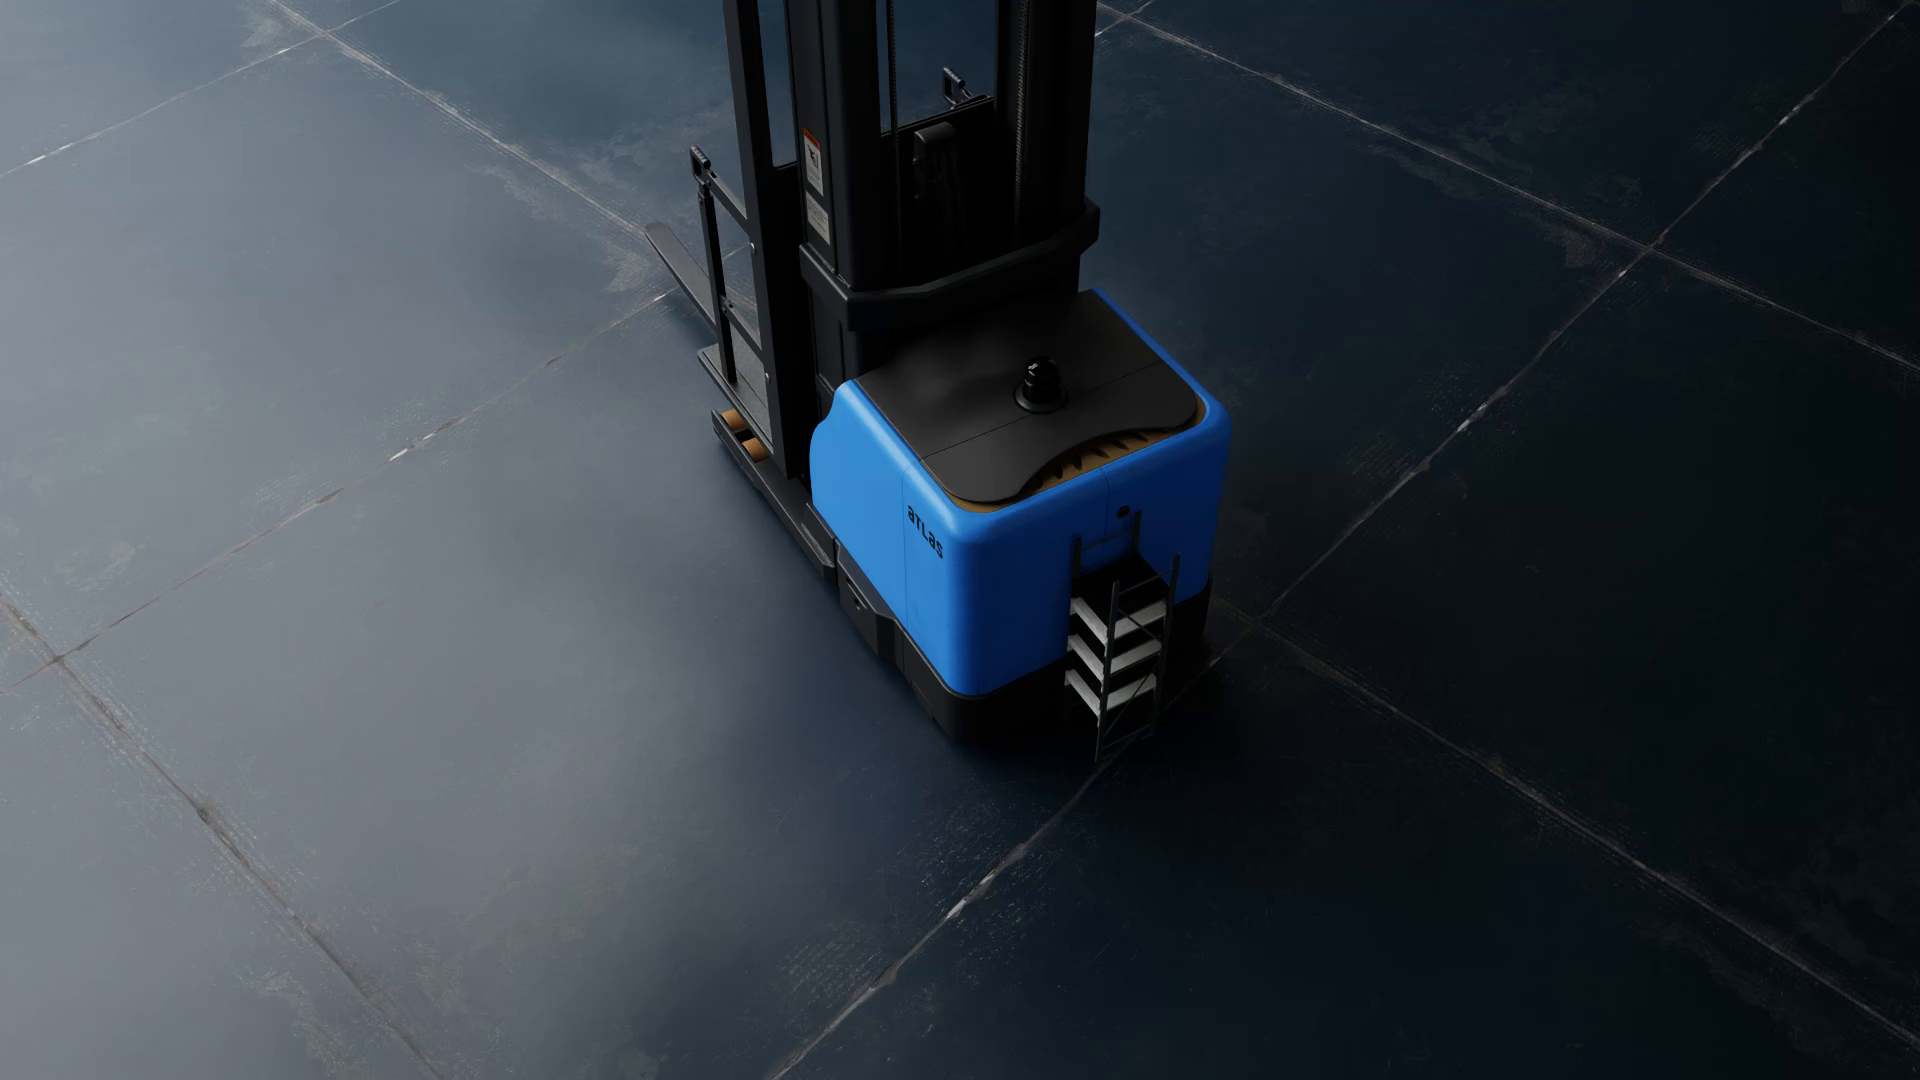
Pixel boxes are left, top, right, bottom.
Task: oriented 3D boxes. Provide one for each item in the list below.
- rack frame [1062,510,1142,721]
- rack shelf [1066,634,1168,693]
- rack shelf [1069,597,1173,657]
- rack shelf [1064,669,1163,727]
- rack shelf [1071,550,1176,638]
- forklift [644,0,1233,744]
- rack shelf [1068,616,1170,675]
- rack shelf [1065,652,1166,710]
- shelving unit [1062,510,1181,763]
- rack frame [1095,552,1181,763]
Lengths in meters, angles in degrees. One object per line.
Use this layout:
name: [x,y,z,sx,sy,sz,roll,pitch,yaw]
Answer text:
rack frame: [0.453,0.263,5.385,0.240,0.900,0.006,-23,51,-20]
rack shelf: [0.505,0.350,5.350,0.258,0.077,0.200,-23,51,-20]
rack shelf: [0.505,0.227,5.219,0.258,0.077,0.200,-23,51,-20]
rack shelf: [0.505,0.473,5.481,0.258,0.077,0.200,-23,51,-20]
rack shelf: [0.505,0.165,5.153,0.258,0.077,0.200,-23,51,-20]
forklift: [-0.316,-1.394,5.548,1.130,2.935,3.031,-23,51,-20]
rack shelf: [0.505,0.288,5.284,0.258,0.077,0.200,-23,51,-20]
rack shelf: [0.505,0.412,5.415,0.258,0.077,0.200,-23,51,-20]
shelving unit: [0.505,0.327,5.326,0.258,0.900,0.210,-23,51,-20]
rack frame: [0.556,0.391,5.266,0.240,0.900,0.006,-23,51,-20]
